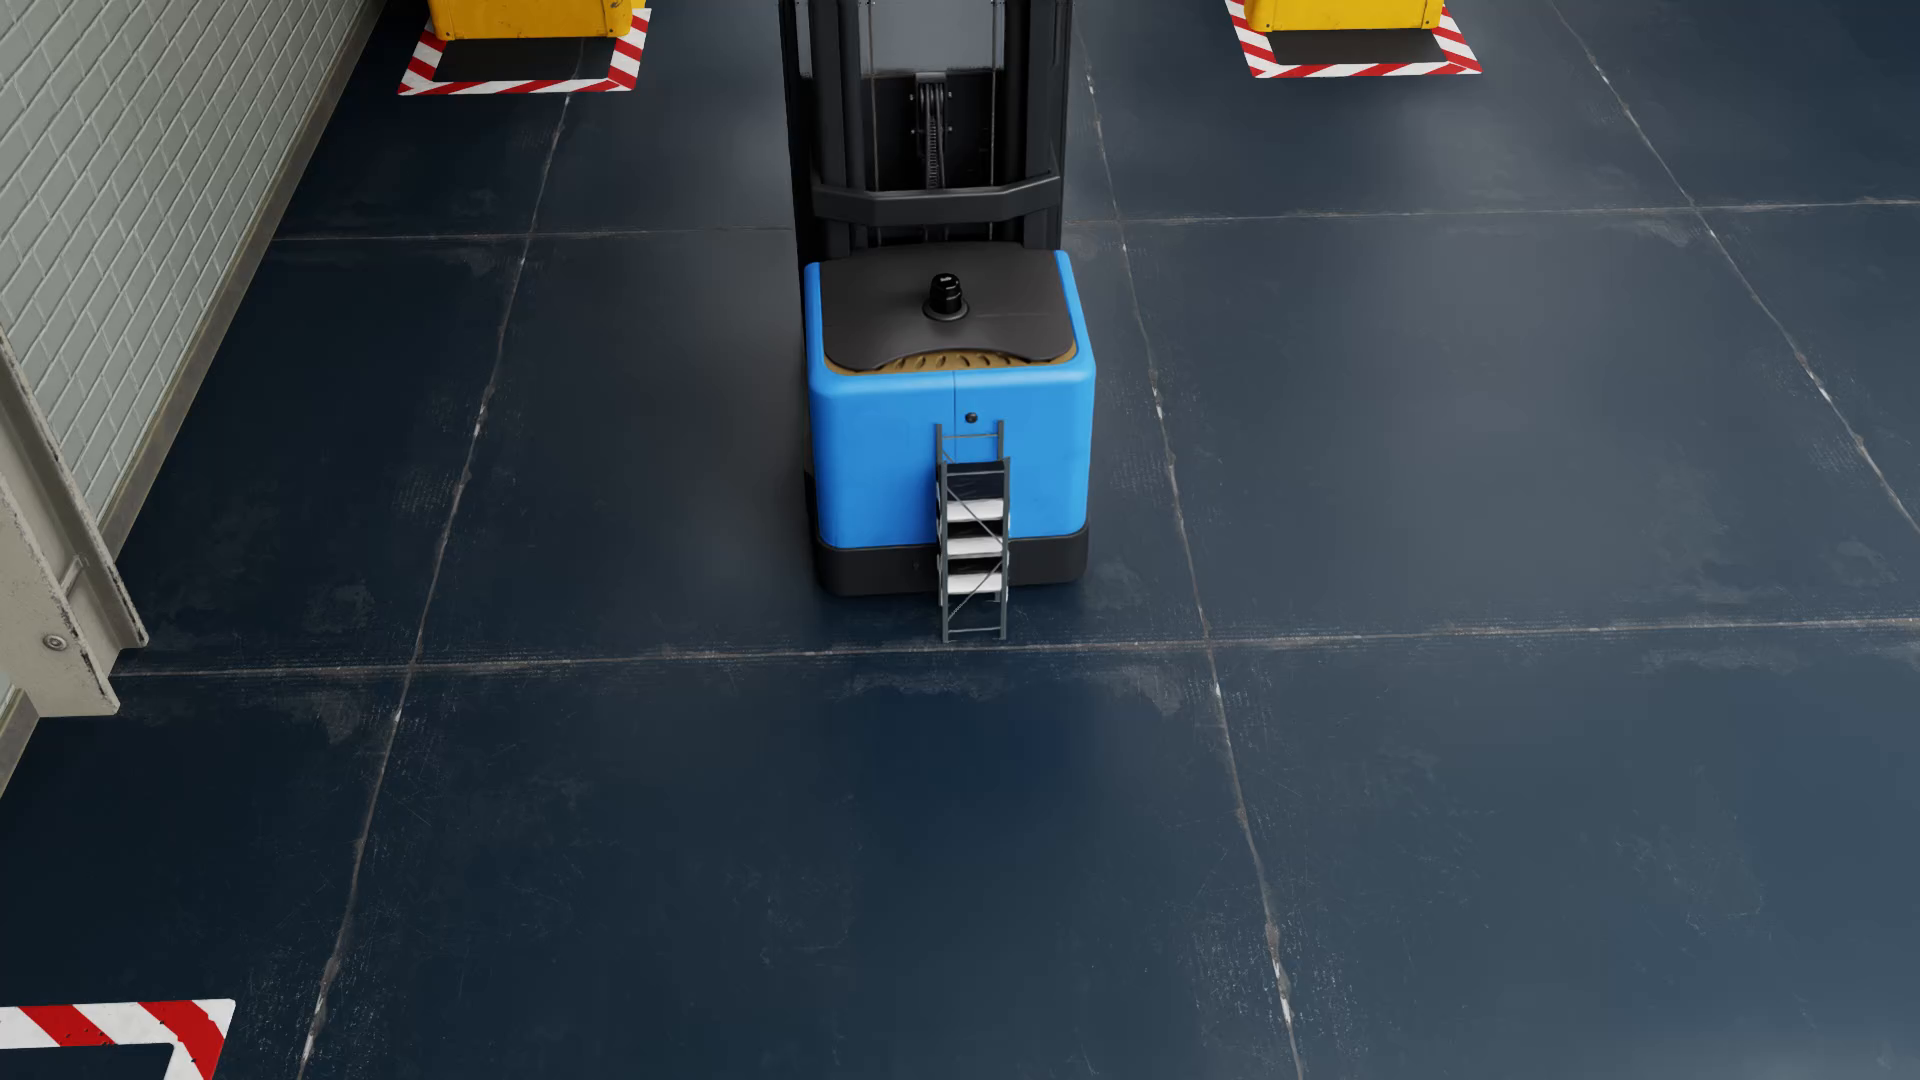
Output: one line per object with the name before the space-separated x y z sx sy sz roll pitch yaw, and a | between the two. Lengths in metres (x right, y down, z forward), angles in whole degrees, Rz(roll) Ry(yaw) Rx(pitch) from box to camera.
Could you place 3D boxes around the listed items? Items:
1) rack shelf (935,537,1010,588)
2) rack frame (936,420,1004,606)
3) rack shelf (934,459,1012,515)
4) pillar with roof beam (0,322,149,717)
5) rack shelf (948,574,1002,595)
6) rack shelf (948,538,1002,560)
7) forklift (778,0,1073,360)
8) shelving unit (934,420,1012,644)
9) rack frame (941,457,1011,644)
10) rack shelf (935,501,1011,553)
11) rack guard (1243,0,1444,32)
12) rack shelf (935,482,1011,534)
rack shelf | 0.045 0.076 6.184 0.258 0.077 0.200 -3 43 -4
rack frame | 0.036 -0.084 6.175 0.240 0.900 0.006 -3 43 -4
rack shelf | 0.045 -0.190 5.941 0.258 0.077 0.200 -3 43 -4
pillar with roof beam | 1.063 -2.935 3.292 9.100 9.000 0.400 -2 43 -2
rack shelf | 0.045 0.127 6.231 0.221 0.026 0.190 -3 43 -4
rack shelf | 0.045 -0.006 6.109 0.221 0.026 0.190 -3 43 -4
forklift | -0.141 -1.856 6.605 1.110 2.935 3.031 -3 43 -4
shelving unit | 0.045 -0.015 6.101 0.258 0.900 0.210 -3 43 -4
rack frame | 0.054 0.053 6.026 0.240 0.900 0.006 -3 43 -4
rack shelf | 0.045 -0.057 6.062 0.258 0.077 0.200 -3 43 -4
rack guard | 2.351 -3.410 10.100 1.175 0.500 0.348 -2 43 -2
rack shelf | 0.045 -0.123 6.001 0.258 0.077 0.200 -3 43 -4
